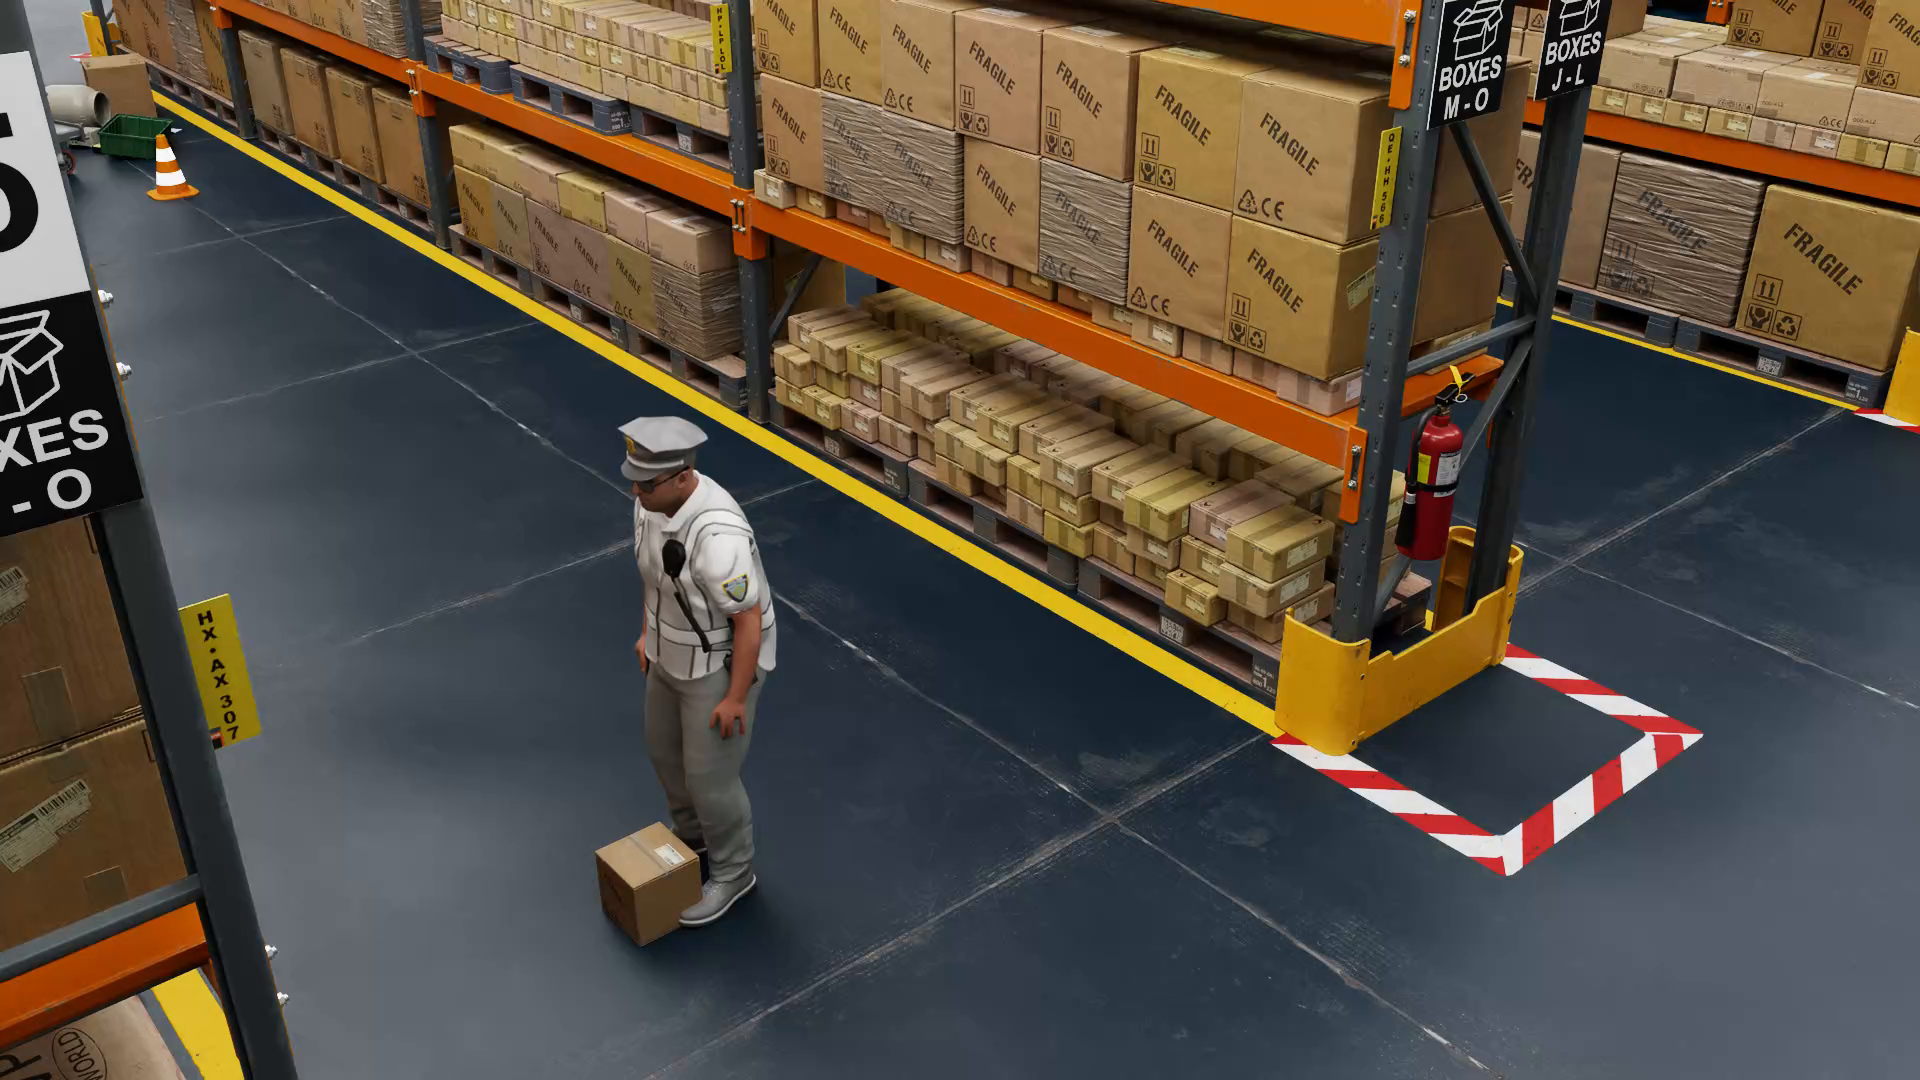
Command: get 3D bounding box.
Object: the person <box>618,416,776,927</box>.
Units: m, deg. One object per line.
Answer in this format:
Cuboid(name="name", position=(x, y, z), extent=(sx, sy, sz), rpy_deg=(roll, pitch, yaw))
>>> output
Cuboid(name="person", position=(-0.846, 0.402, 5.360), extent=(0.470, 1.745, 0.586), rpy_deg=(-22, 35, -35))
